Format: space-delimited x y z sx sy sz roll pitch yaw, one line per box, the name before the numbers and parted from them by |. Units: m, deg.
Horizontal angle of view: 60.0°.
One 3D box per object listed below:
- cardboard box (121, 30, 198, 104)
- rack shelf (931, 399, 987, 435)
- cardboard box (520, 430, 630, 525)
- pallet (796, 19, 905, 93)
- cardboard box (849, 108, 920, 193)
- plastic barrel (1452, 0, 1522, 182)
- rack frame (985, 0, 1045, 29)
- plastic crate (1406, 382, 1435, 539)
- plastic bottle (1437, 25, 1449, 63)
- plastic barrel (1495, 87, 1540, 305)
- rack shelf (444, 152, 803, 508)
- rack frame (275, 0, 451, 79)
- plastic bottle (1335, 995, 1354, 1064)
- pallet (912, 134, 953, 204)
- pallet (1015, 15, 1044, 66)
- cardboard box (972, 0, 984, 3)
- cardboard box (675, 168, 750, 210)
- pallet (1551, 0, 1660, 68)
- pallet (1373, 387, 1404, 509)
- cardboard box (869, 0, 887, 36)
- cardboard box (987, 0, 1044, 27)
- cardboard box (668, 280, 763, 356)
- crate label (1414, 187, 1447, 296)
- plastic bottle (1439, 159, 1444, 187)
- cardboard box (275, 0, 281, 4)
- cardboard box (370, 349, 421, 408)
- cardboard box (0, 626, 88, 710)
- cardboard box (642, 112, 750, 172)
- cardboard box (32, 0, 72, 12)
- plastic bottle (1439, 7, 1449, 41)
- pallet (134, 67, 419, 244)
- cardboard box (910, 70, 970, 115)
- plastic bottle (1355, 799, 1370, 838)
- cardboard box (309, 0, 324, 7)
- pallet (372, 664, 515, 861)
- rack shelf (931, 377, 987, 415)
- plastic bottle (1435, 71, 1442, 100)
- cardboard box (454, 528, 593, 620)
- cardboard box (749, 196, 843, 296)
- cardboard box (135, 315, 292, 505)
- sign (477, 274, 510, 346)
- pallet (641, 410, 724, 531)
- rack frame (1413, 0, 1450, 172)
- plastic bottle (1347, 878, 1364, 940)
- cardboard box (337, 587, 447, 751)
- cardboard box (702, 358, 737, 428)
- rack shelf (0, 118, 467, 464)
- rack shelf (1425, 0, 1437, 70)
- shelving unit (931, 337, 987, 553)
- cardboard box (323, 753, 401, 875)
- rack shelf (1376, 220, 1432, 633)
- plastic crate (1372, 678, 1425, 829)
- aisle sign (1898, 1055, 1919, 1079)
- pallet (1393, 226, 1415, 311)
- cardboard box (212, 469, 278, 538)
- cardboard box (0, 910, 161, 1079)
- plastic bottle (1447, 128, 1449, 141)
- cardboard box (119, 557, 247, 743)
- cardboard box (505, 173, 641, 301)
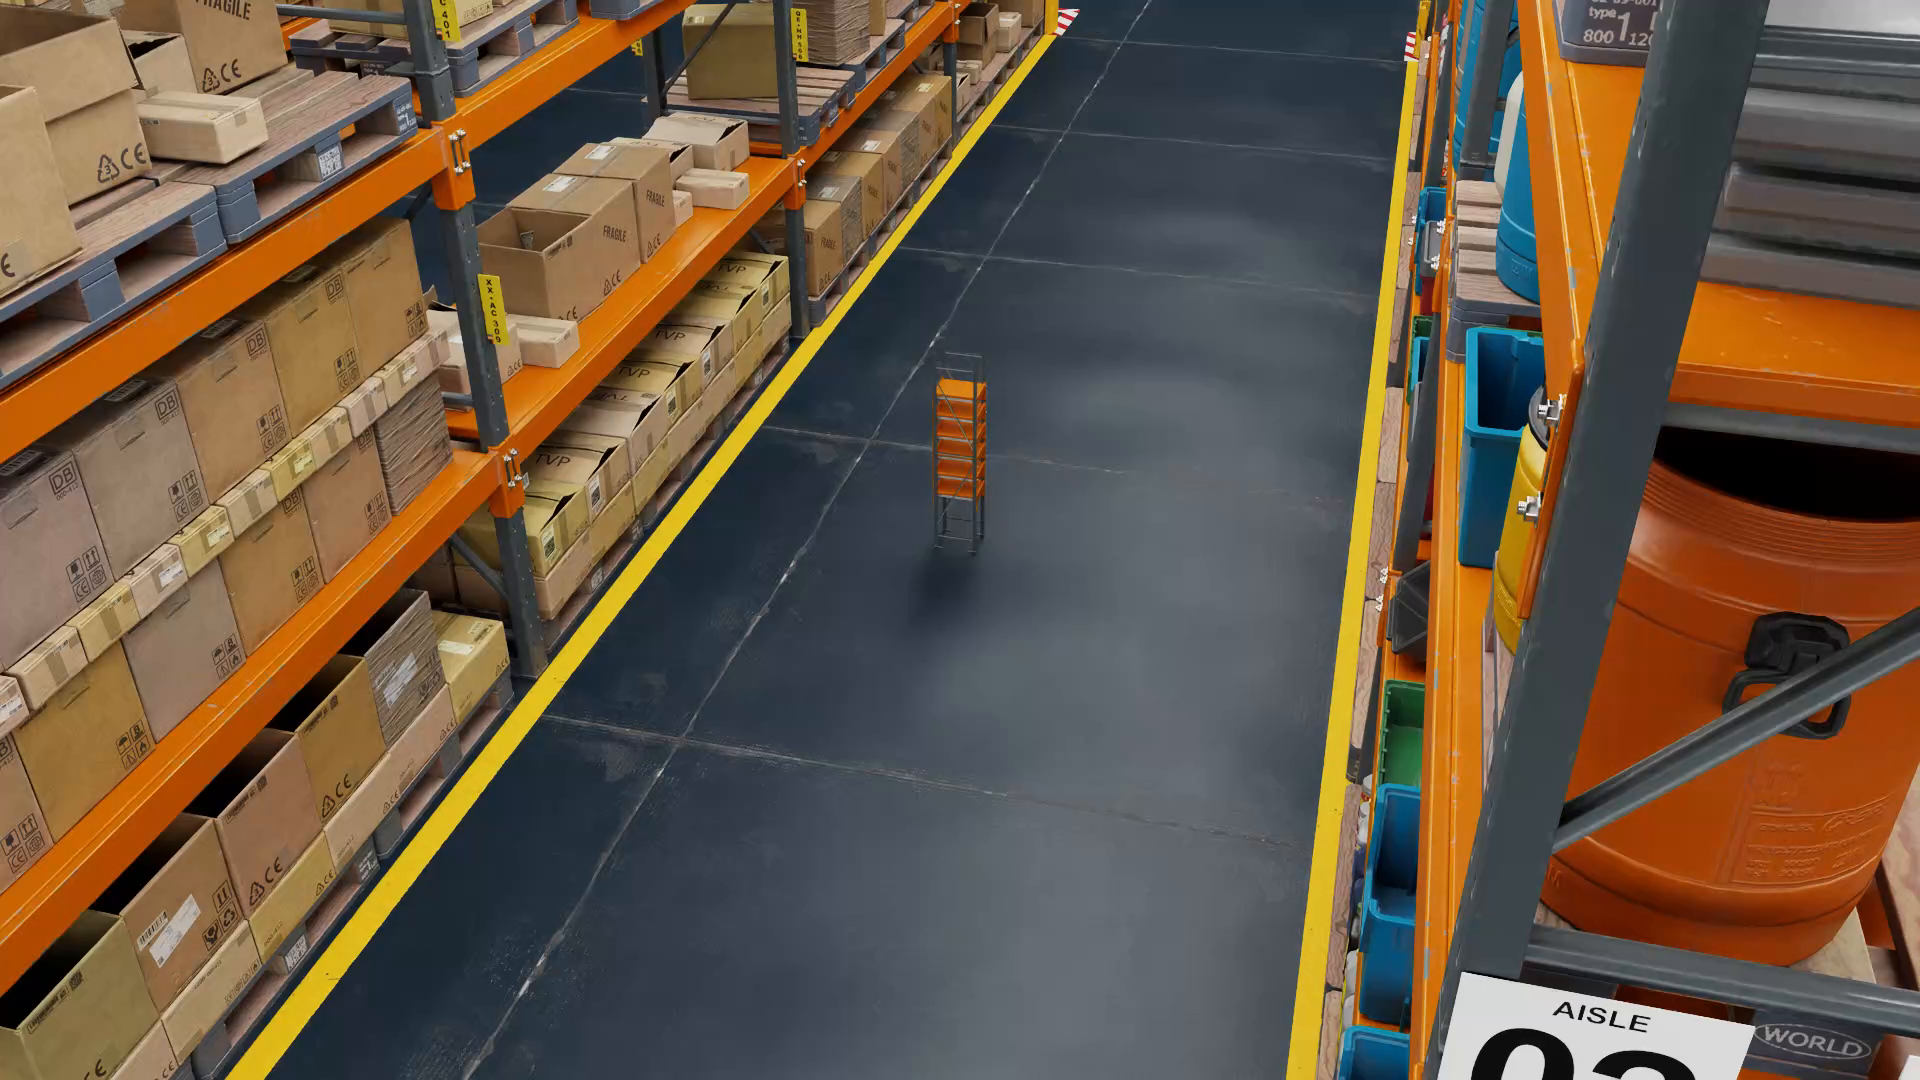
cardboard box | -3.078 -1.630 5.853 0.500 0.311 0.500 6 33 10
rack shelf | -0.004 -0.664 8.881 0.258 0.103 0.180 8 33 12
cardboard box | -2.080 -0.364 8.745 0.500 0.311 0.500 8 33 12
pallet | -1.054 -3.675 12.484 1.003 0.211 1.213 8 33 12
cardboard box | -0.637 -3.142 13.387 0.500 0.500 0.500 8 33 13
plastic barrel | 2.151 -1.765 6.038 0.600 0.901 0.708 8 33 12
rack frame | 0.487 -6.898 17.375 1.000 3.000 0.127 8 33 12
plastic crate | 2.059 -0.314 6.959 0.402 0.464 0.583 8 33 12
plastic bottle | 3.684 -3.715 12.484 0.152 0.276 0.135 8 33 12
plastic barrel | 1.876 -1.147 4.674 0.600 0.901 0.708 8 33 12
rack shelf | -2.050 -1.405 9.405 1.077 0.370 4.000 8 33 12
rack frame | -2.558 -3.203 5.970 1.000 3.000 0.127 8 33 12
plastic bottle | 1.423 1.715 5.885 0.144 0.351 0.185 9 34 14
pallet | -0.698 -3.218 14.186 1.003 0.211 1.213 8 33 12
pallet | 0.267 -5.268 17.410 1.003 0.211 1.213 8 33 12
cardboard box | -0.052 -5.420 17.203 0.500 0.250 0.500 8 33 12
cardboard box | -1.504 -2.136 10.118 0.380 0.149 0.250 8 33 12
pallet | 1.742 -1.211 3.386 1.003 0.211 1.213 8 33 12
pallet | 3.013 -0.497 9.904 1.003 0.211 1.213 8 33 12
cardboard box | -0.916 -4.117 12.515 0.700 0.500 0.500 0 32 0
cardboard box | 0.588 -5.713 17.431 0.500 0.500 0.500 8 33 12
cardboard box | -1.563 -1.424 10.413 0.500 0.311 0.500 8 33 12
crate label | 2.734 -1.606 9.018 0.502 0.435 0.616 8 33 12
plastic bottle | 2.937 -2.289 10.233 0.061 0.283 0.133 8 33 12
cardboard box | -5.696 -4.340 12.962 0.500 0.500 0.500 8 33 12
cardboard box | -2.484 -0.689 6.909 0.380 0.149 0.250 7 33 11
cardboard box | -3.005 0.379 5.230 0.380 0.149 0.250 7 33 11
cardboard box | -1.677 -2.526 10.581 0.500 0.311 0.500 10 34 15
cardboard box | -6.445 -3.402 11.371 0.700 0.500 0.500 4 33 7
plastic bottle | 3.757 -3.965 12.869 0.061 0.283 0.133 8 33 12
pallet | -2.749 -1.453 6.096 1.003 0.211 1.213 8 33 12
cardboard box | -0.212 -4.062 15.009 0.500 0.311 0.500 8 33 12
plastic bottle | 1.702 1.159 6.899 0.097 0.201 0.097 0 32 0
cardboard box | -5.497 -4.530 13.865 0.380 0.149 0.250 7 33 11
pallet | -2.800 0.913 7.687 1.003 0.211 1.213 8 33 12
rack shelf | -0.004 -0.765 8.817 0.258 0.103 0.180 8 33 12
plastic bottle | 3.402 -3.196 11.670 0.097 0.271 0.097 0 32 0
cardboard box | -2.216 0.137 8.480 0.500 0.250 0.500 7 33 11
cardboard box | -1.151 -2.075 11.707 0.500 0.500 0.500 9 34 14
cardboard box | -2.919 -0.507 6.019 0.700 0.500 0.500 8 33 12
sign | -2.021 -0.995 7.208 0.100 0.325 0.005 8 33 12
pallet | -2.101 -0.517 9.936 1.003 0.211 1.213 8 33 12
rack frame | 4.262 -4.146 13.046 1.000 3.000 0.127 8 33 12
plastic bottle | 1.578 1.398 6.384 0.144 0.351 0.185 7 33 10
cardboard box | -2.602 0.524 7.172 0.500 0.500 0.500 8 33 12
cardboard box | -1.698 -0.929 10.156 0.500 0.250 0.500 9 33 13
rack shelf | -3.066 -0.595 5.335 1.077 0.370 4.000 8 33 12
rack shelf | 4.770 -4.880 14.871 1.077 0.370 4.000 8 33 12
shelving unit | -0.004 -0.499 8.986 0.258 1.200 0.189 8 33 12
cardboard box | -2.713 1.102 6.962 0.500 0.250 0.500 8 33 12
rack shelf | 2.740 -0.729 8.341 1.077 0.370 4.000 8 33 12
plastic crate | 1.615 0.761 5.525 0.450 0.188 0.662 8 33 12
aisle sign | 1.482 1.061 2.431 0.394 0.787 0.004 8 33 12
pallet | 3.719 -1.939 12.174 1.003 0.211 1.213 8 33 12
cardboard box | -2.743 -0.158 6.074 0.380 0.149 0.250 9 34 14
cardboard box | -3.097 1.564 5.537 0.500 0.500 0.500 8 33 12
plastic bottle | 3.092 -2.562 10.674 0.097 0.271 0.097 0 32 0
cardboard box | -3.052 0.318 5.930 0.700 0.500 0.500 9 34 14
cardboard box | -2.087 -1.643 9.015 0.500 0.500 0.500 8 33 12
